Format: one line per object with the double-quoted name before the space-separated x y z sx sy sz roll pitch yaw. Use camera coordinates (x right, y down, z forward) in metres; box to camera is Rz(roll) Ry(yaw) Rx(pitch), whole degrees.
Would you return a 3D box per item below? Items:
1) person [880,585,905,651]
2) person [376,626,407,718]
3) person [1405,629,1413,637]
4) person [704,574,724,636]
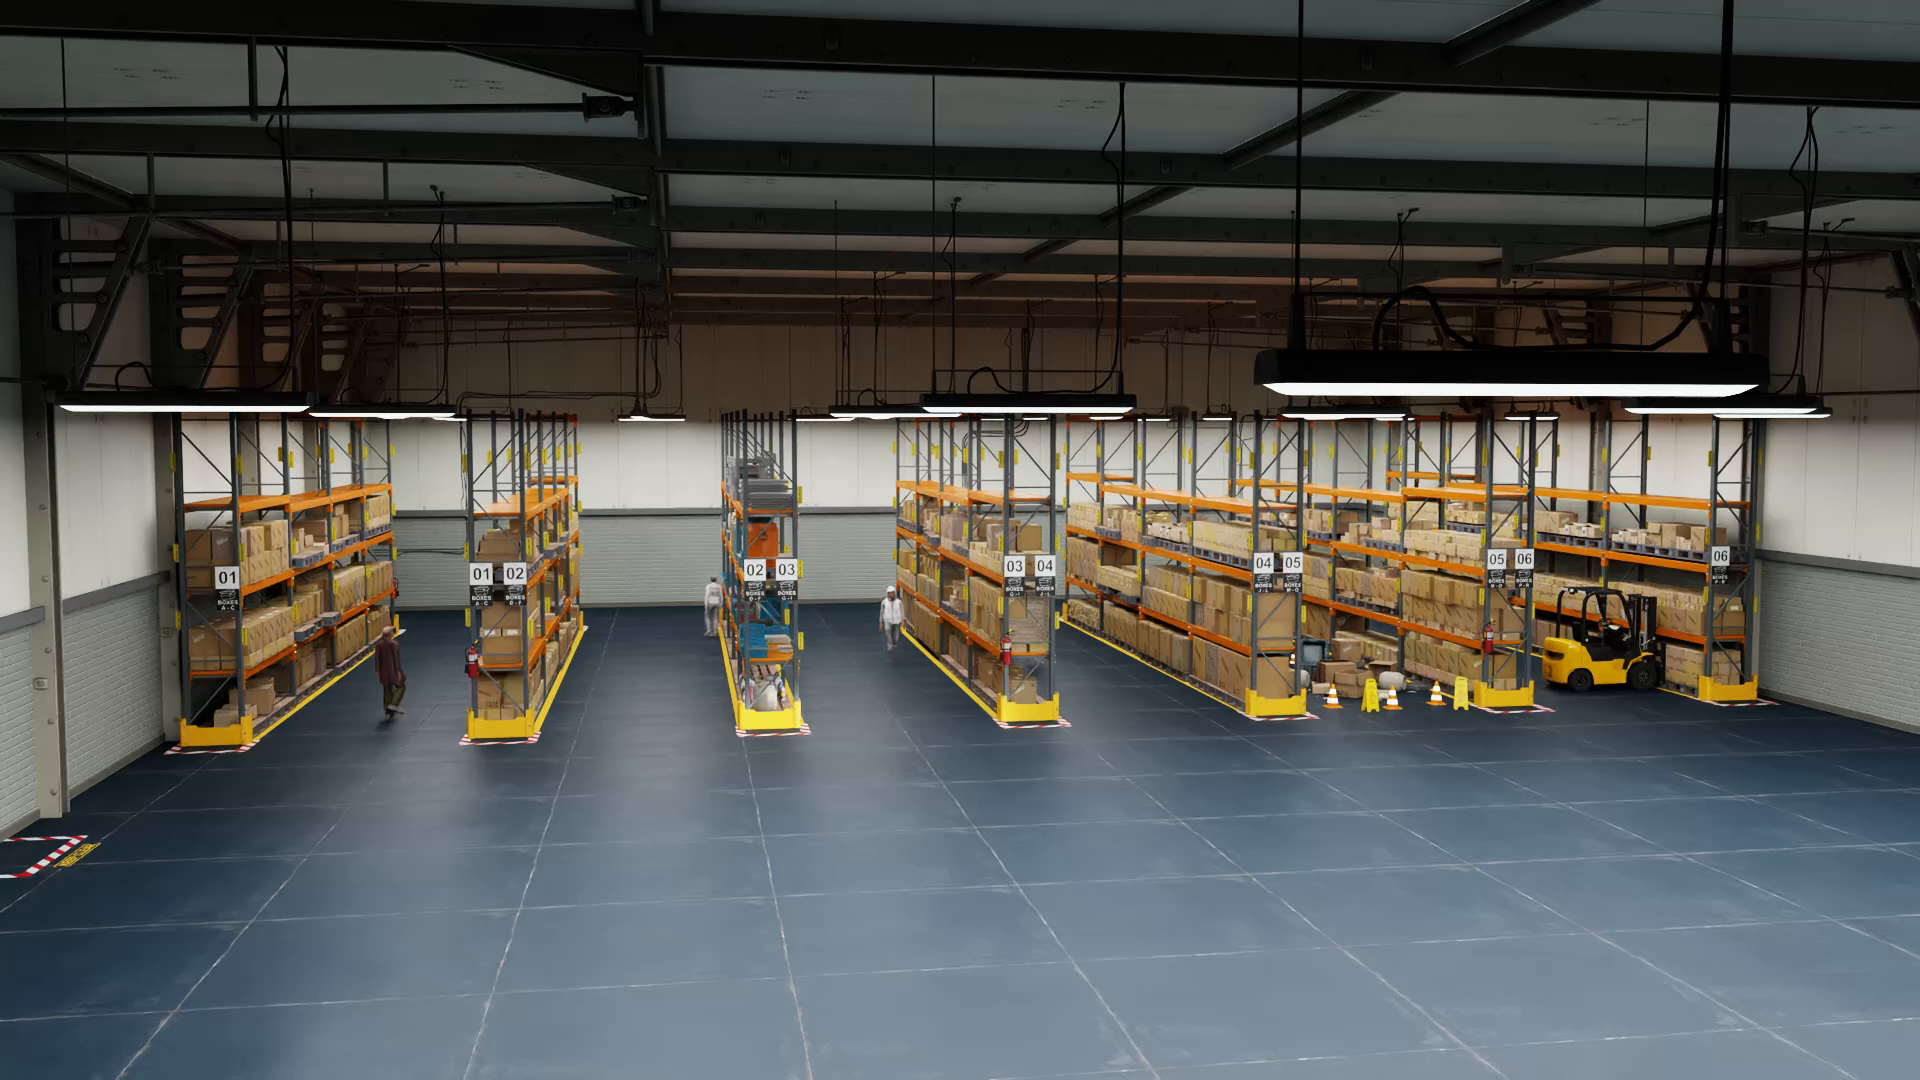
"person" -1.629 1.879 40.110 0.596 1.560 1.082 -1 4 -8
"person" -11.108 2.569 32.398 0.616 1.768 0.554 0 4 1
"person" 11.397 1.979 41.532 0.618 1.743 0.619 -2 5 -29
"person" -6.645 1.774 44.846 0.542 1.719 0.392 -1 4 -16
